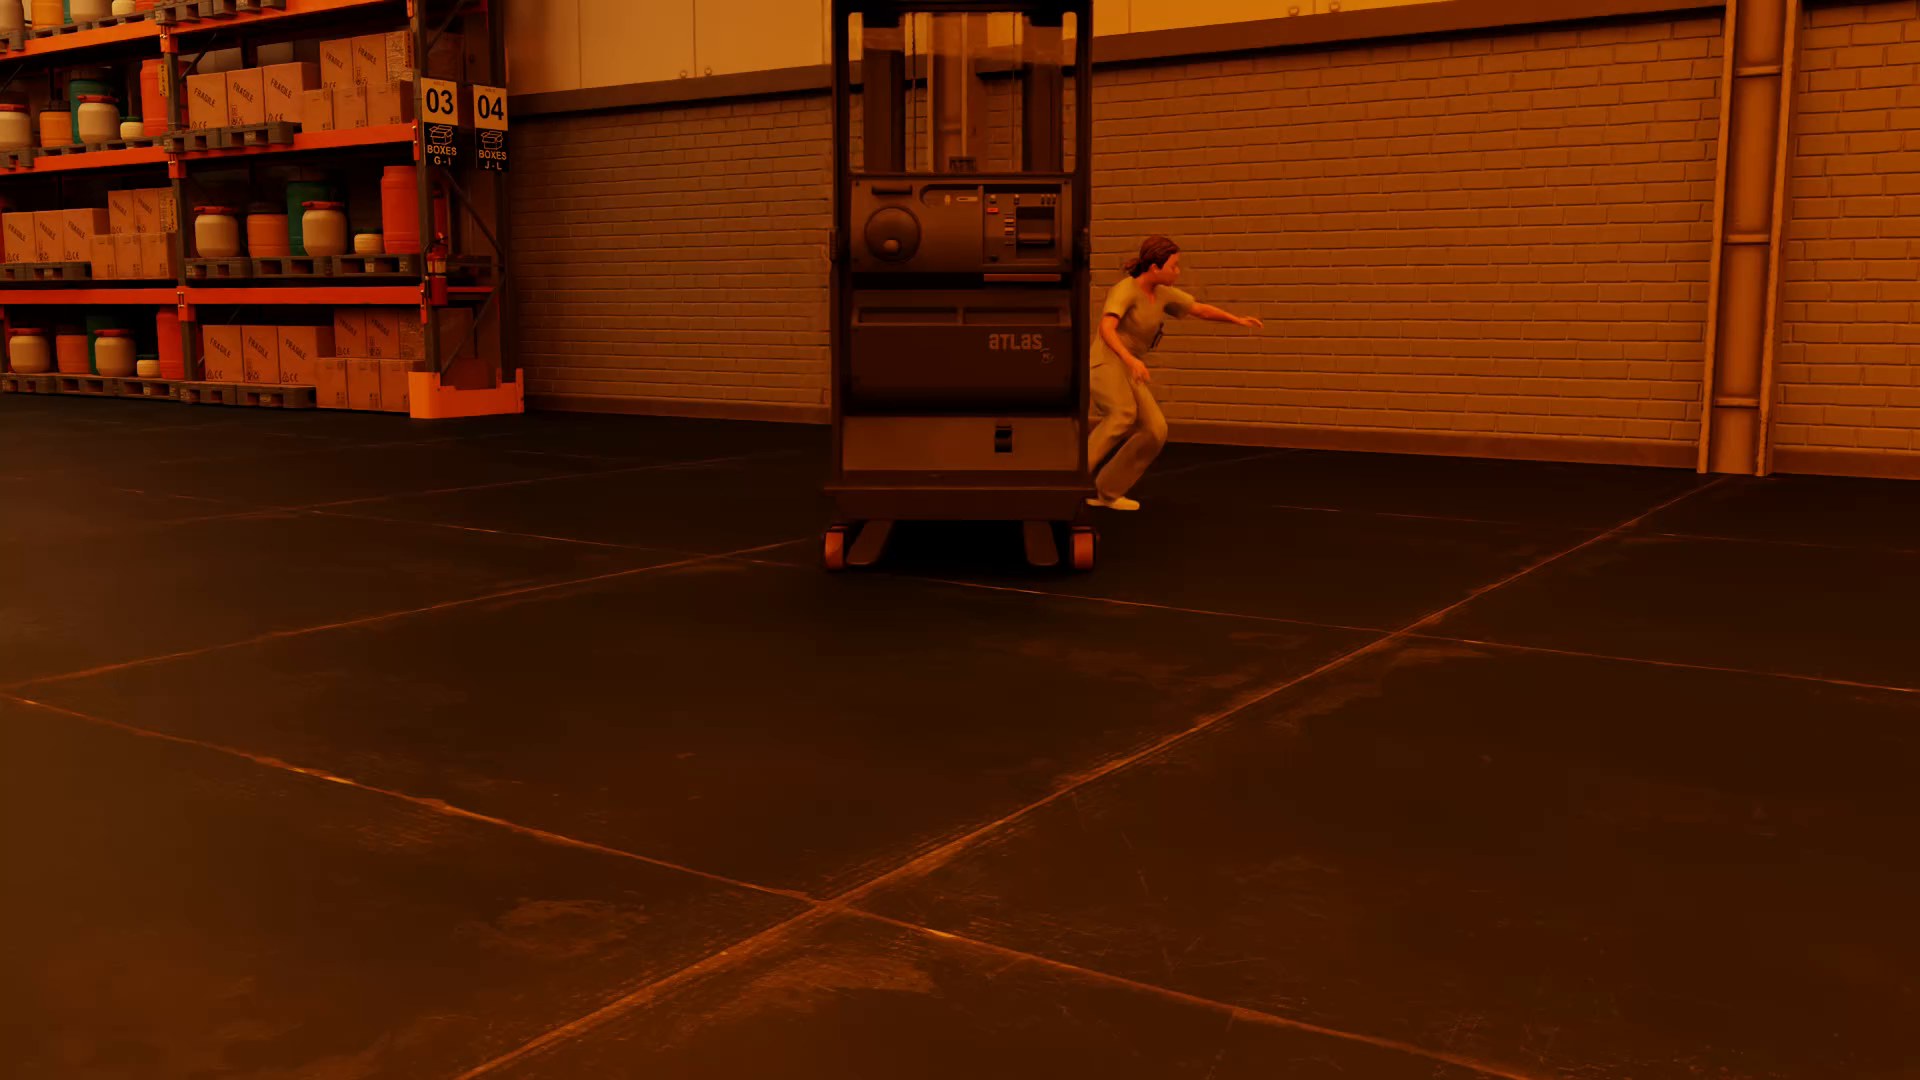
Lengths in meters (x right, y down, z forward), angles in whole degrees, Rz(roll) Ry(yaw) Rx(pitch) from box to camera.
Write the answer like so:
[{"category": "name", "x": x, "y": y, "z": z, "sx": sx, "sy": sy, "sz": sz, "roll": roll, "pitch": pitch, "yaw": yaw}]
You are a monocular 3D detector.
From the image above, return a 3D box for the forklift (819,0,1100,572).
[{"category": "forklift", "x": 0.003, "y": -1.364, "z": 6.784, "sx": 1.130, "sy": 2.935, "sz": 3.031, "roll": 0, "pitch": 8, "yaw": 1}]

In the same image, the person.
[{"category": "person", "x": 0.951, "y": -0.846, "z": 8.571, "sx": 0.824, "sy": 1.433, "sz": 1.123, "roll": 6, "pitch": 10, "yaw": 38}]
